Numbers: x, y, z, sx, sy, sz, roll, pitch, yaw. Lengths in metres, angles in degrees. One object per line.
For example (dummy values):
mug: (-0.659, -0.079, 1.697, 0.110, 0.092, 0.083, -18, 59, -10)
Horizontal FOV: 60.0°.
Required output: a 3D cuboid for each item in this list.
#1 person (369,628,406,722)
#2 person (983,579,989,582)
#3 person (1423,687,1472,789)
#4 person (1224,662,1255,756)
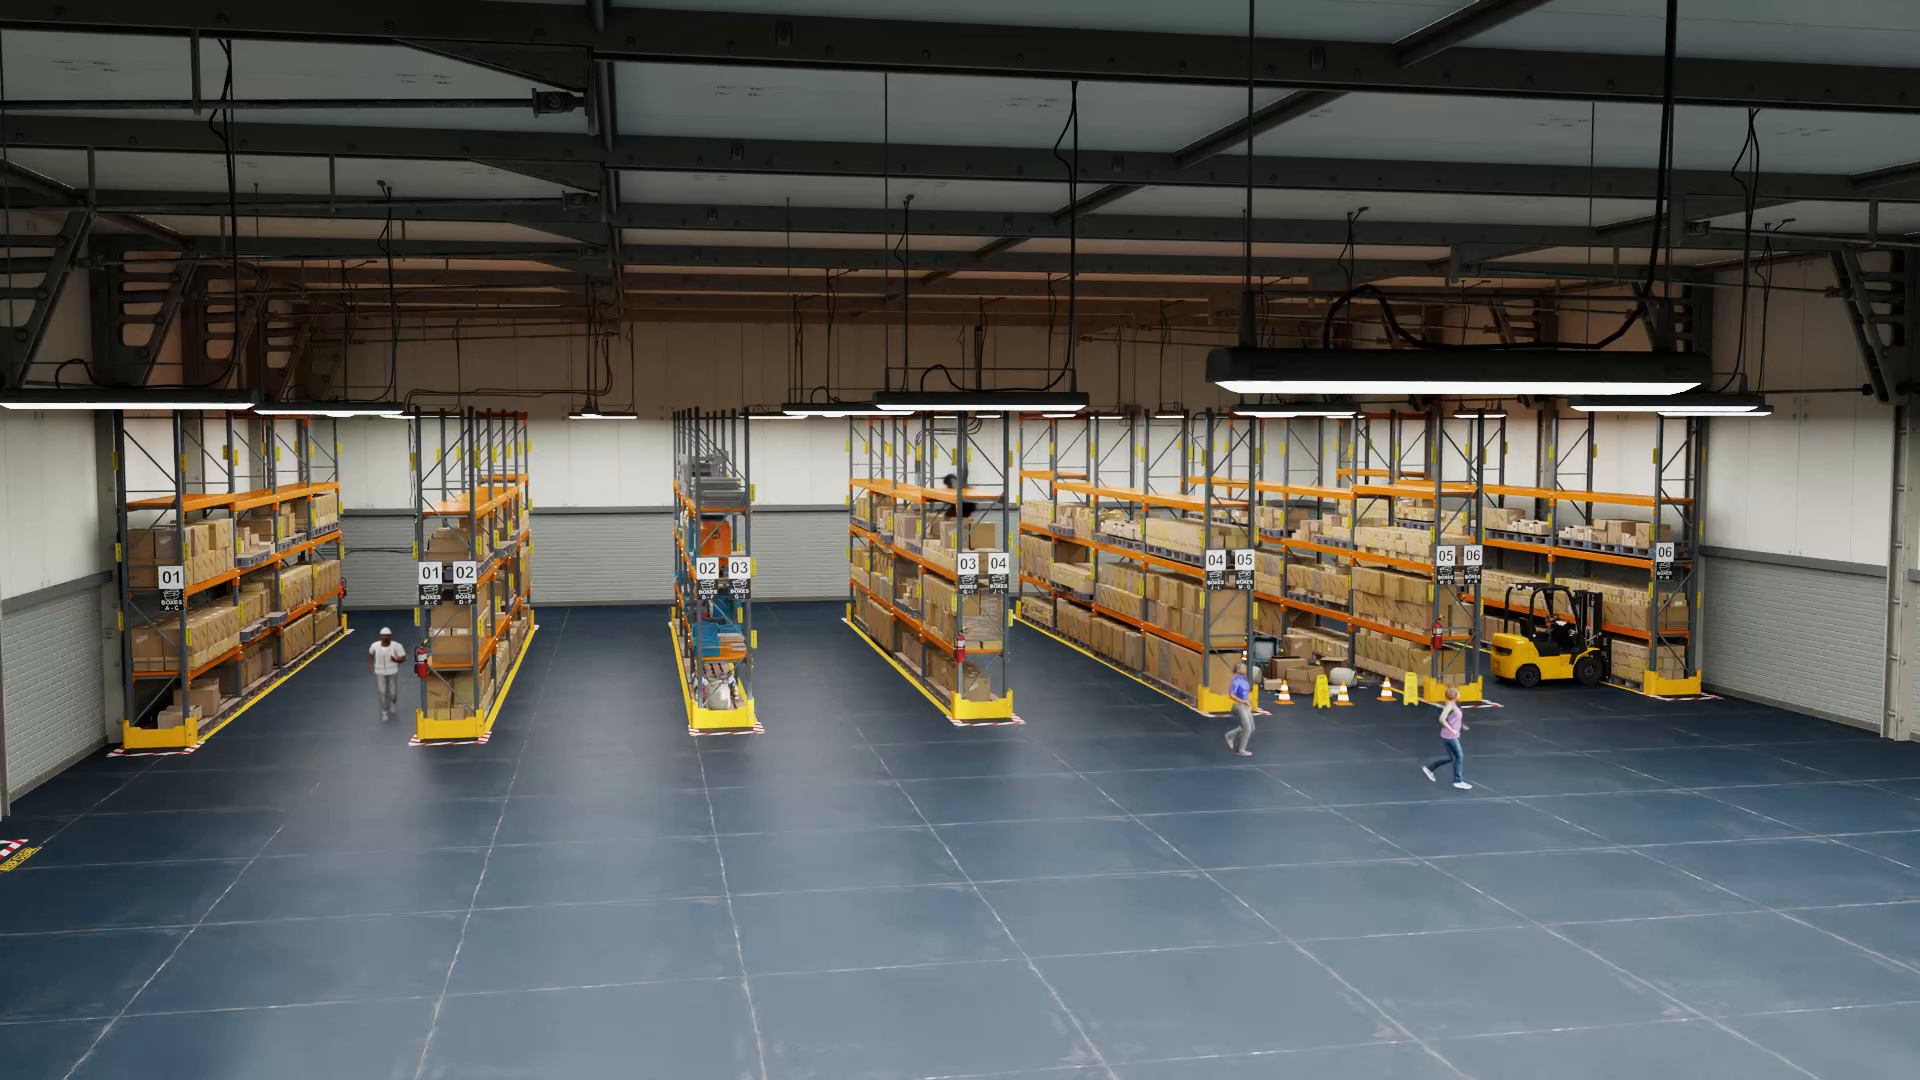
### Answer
person: (-10.981, 2.544, 31.881, 0.701, 1.750, 0.981, -1, 4, -14)
person: (0.721, 1.577, 47.090, 0.595, 1.612, 0.571, -1, 4, -19)
person: (7.623, 3.080, 25.982, 0.750, 1.586, 0.558, 1, 4, 17)
person: (4.813, 2.891, 28.523, 0.544, 1.603, 0.573, 2, 5, 28)
